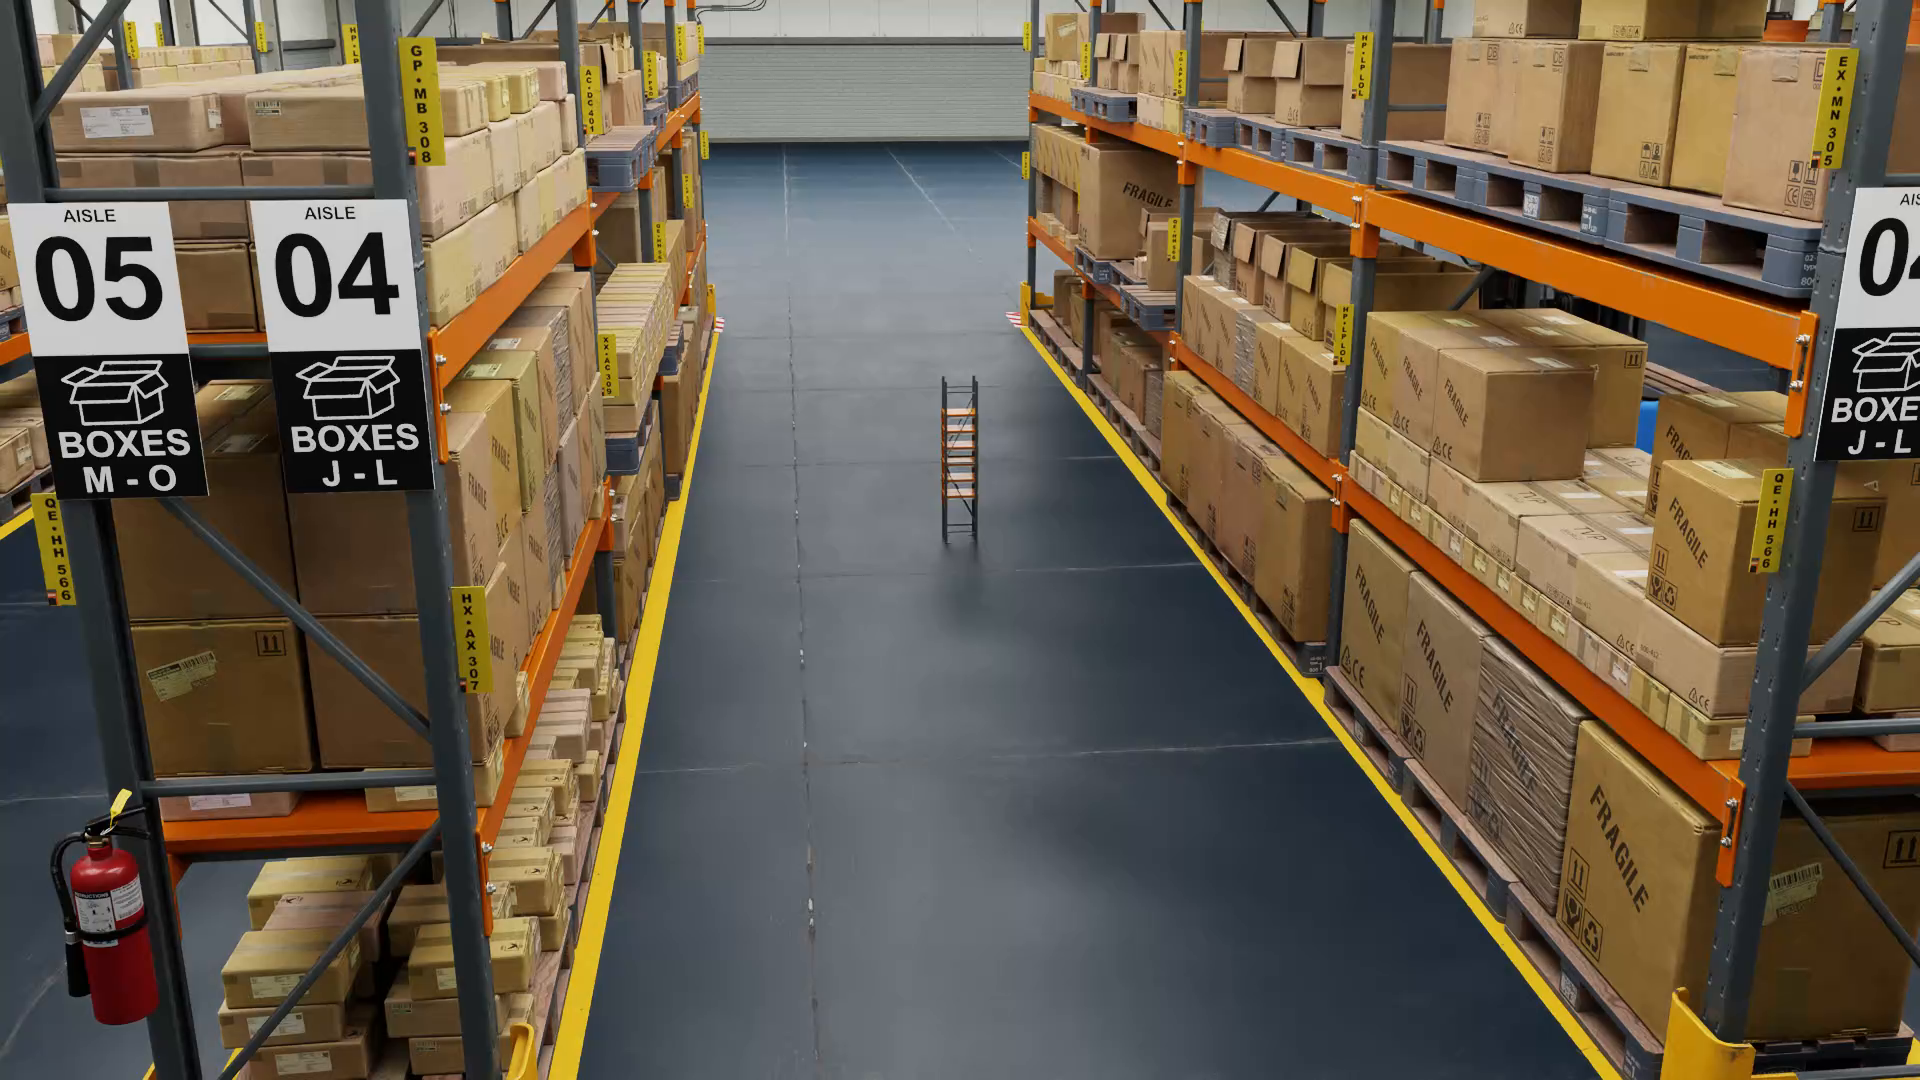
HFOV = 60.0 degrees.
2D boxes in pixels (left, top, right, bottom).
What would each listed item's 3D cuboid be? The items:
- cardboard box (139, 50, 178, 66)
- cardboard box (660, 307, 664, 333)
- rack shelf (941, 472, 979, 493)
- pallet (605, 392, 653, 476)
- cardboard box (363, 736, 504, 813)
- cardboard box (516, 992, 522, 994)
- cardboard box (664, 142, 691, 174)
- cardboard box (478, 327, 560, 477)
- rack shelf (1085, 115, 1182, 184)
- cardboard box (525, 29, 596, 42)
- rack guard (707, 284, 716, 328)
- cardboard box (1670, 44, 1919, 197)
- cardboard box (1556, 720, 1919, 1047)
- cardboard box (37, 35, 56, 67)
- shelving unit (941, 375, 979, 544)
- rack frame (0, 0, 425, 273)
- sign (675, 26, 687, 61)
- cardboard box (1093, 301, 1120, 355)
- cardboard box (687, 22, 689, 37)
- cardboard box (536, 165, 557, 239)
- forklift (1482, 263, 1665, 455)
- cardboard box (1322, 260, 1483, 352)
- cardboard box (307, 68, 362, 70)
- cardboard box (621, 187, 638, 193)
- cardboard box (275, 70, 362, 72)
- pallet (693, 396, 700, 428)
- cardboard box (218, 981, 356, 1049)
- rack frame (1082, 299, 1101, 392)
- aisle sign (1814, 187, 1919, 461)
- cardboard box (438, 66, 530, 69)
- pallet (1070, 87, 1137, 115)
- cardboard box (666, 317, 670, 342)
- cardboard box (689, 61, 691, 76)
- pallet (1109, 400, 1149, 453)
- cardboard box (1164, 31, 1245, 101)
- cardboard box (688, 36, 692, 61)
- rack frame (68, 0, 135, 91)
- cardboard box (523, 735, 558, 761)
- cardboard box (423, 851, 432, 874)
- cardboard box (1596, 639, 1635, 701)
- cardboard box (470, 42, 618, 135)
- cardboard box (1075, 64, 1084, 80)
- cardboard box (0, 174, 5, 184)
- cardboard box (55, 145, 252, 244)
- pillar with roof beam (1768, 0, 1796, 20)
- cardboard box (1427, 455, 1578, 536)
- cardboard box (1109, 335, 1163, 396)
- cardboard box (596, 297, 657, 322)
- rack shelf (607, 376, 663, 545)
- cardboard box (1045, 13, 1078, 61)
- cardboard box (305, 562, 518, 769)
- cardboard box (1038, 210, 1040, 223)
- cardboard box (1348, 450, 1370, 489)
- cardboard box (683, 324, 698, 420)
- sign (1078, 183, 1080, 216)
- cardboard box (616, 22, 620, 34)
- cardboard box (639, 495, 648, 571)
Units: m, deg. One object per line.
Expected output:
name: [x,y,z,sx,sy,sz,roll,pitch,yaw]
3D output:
cardboard box: [-7.884,-4.703,16.230,0.380,0.149,0.250,-2,18,-6]
cardboard box: [-2.164,-1.447,10.999,0.380,0.149,0.250,-2,18,-6]
rack shelf: [-0.001,-0.420,12.060,0.258,0.103,0.180,-2,18,-6]
pallet: [-2.297,-0.613,9.442,1.003,0.211,1.213,-2,18,-6]
cardboard box: [-1.658,0.733,5.255,0.380,0.149,0.250,-2,18,-6]
cardboard box: [-1.794,1.638,6.011,0.380,0.149,0.250,-2,18,-6]
cardboard box: [-3.283,-3.879,17.471,0.875,0.550,0.550,-2,18,-6]
cardboard box: [-1.878,-0.547,6.578,0.500,0.500,0.500,-2,18,-7]
rack shelf: [1.962,-3.471,14.418,1.077,0.370,4.000,-2,18,-6]
cardboard box: [-3.233,-3.900,13.549,0.500,0.500,0.500,-2,18,-6]
rack guard: [-3.603,-2.862,20.459,1.175,0.500,0.348,-2,18,-6]
cardboard box: [2.949,-1.455,5.762,0.700,0.500,0.500,-2,18,-8]
cardboard box: [2.848,1.222,6.125,0.875,0.875,0.875,-2,18,-6]
cardboard box: [-7.787,-3.999,13.614,0.500,0.250,0.500,-1,17,-5]
shelving unit: [-0.001,-0.577,12.011,0.258,1.200,0.189,-2,18,-6]
rack frame: [-1.950,-2.143,3.979,1.000,3.000,0.127,-2,18,-6]
sign: [-2.649,-4.703,15.754,0.100,0.325,0.005,-2,18,-6]
cardboard box: [1.688,-2.277,17.896,0.500,0.500,0.500,4,18,12]
cardboard box: [-3.044,-5.368,17.479,0.380,0.149,0.250,-2,18,-6]
cardboard box: [-1.951,-1.394,6.851,0.500,0.250,0.500,-2,18,-6]
forklift: [4.453,-1.771,12.923,1.130,2.935,3.031,-2,18,-7]
cardboard box: [2.507,-1.312,9.506,0.797,0.503,0.637,-2,18,-7]
cardboard box: [-2.468,-1.856,6.824,0.380,0.149,0.250,-2,18,-7]
cardboard box: [-2.920,-2.626,13.698,0.700,0.500,0.500,-2,18,-6]
cardboard box: [-2.486,-1.773,6.560,0.380,0.149,0.250,-1,17,-3]
pallet: [-3.033,-1.298,15.958,1.003,0.211,1.213,-2,18,-6]
cardboard box: [-2.288,1.589,5.670,0.380,0.149,0.250,-2,18,-7]
rack frame: [1.756,-2.979,16.658,1.000,3.000,0.127,-2,18,-6]
aisle sign: [2.703,-0.613,4.783,0.394,0.787,0.004,-2,18,-6]
cardboard box: [-2.044,-1.944,7.104,0.380,0.149,0.250,-1,17,-4]
pallet: [1.714,-4.133,15.640,1.213,0.211,1.003,-2,18,-6]
cardboard box: [-2.216,-1.461,11.541,0.380,0.149,0.250,-1,17,-5]
cardboard box: [-3.044,-4.987,17.598,0.380,0.149,0.250,-2,17,-5]
pallet: [1.967,-1.052,15.176,1.003,0.211,1.213,-2,18,-6]
cardboard box: [1.871,-3.639,12.751,0.500,0.500,0.500,-1,17,-4]
cardboard box: [-3.119,-5.211,17.646,0.500,0.250,0.500,-2,18,-5]
rack frame: [-8.101,-5.535,14.784,1.000,3.000,0.127,-2,18,-6]
cardboard box: [-1.943,0.965,7.159,0.380,0.149,0.250,-2,18,-6]
cardboard box: [-2.416,1.345,6.944,0.380,0.149,0.250,-1,17,-5]
cardboard box: [2.576,0.468,6.099,0.380,0.149,0.250,-2,18,-6]
cardboard box: [-2.391,-2.617,9.625,0.797,0.503,0.637,-2,18,-6]
cardboard box: [1.387,-4.771,16.943,0.380,0.149,0.250,-3,18,-8]
cardboard box: [-8.404,-3.221,14.982,0.380,0.149,0.250,-2,18,-6]
cardboard box: [-2.251,-1.008,4.788,0.500,0.250,0.500,-2,18,-7]
pillar with roof beam: [11.537,-10.752,31.403,9.100,9.000,0.400,-2,18,-6]
cardboard box: [2.475,-0.215,7.608,0.500,0.250,0.500,-1,17,-4]
cardboard box: [1.828,-1.670,15.927,0.700,0.500,0.500,-2,18,-6]
cardboard box: [-2.112,-1.434,10.461,0.380,0.149,0.250,-1,17,-4]
rack shelf: [-2.569,-0.725,10.679,1.077,0.370,4.000,-2,18,-6]
cardboard box: [1.228,-5.579,18.435,0.500,0.500,0.500,-2,18,-6]
cardboard box: [-1.722,0.388,5.271,0.500,0.500,0.500,-1,17,-3]
cardboard box: [1.142,-3.883,19.958,0.380,0.149,0.250,-2,18,-6]
cardboard box: [2.281,-0.377,8.790,0.380,0.149,0.250,-2,18,-6]
cardboard box: [-2.939,-1.513,15.044,1.050,0.750,0.750,-2,18,-6]
sign: [1.217,-3.373,16.467,0.100,0.325,0.005,-2,18,-6]
cardboard box: [-3.619,-5.119,16.688,0.380,0.149,0.250,-1,17,-5]
cardboard box: [-2.299,-0.022,10.710,0.500,0.500,0.500,-1,17,-5]
